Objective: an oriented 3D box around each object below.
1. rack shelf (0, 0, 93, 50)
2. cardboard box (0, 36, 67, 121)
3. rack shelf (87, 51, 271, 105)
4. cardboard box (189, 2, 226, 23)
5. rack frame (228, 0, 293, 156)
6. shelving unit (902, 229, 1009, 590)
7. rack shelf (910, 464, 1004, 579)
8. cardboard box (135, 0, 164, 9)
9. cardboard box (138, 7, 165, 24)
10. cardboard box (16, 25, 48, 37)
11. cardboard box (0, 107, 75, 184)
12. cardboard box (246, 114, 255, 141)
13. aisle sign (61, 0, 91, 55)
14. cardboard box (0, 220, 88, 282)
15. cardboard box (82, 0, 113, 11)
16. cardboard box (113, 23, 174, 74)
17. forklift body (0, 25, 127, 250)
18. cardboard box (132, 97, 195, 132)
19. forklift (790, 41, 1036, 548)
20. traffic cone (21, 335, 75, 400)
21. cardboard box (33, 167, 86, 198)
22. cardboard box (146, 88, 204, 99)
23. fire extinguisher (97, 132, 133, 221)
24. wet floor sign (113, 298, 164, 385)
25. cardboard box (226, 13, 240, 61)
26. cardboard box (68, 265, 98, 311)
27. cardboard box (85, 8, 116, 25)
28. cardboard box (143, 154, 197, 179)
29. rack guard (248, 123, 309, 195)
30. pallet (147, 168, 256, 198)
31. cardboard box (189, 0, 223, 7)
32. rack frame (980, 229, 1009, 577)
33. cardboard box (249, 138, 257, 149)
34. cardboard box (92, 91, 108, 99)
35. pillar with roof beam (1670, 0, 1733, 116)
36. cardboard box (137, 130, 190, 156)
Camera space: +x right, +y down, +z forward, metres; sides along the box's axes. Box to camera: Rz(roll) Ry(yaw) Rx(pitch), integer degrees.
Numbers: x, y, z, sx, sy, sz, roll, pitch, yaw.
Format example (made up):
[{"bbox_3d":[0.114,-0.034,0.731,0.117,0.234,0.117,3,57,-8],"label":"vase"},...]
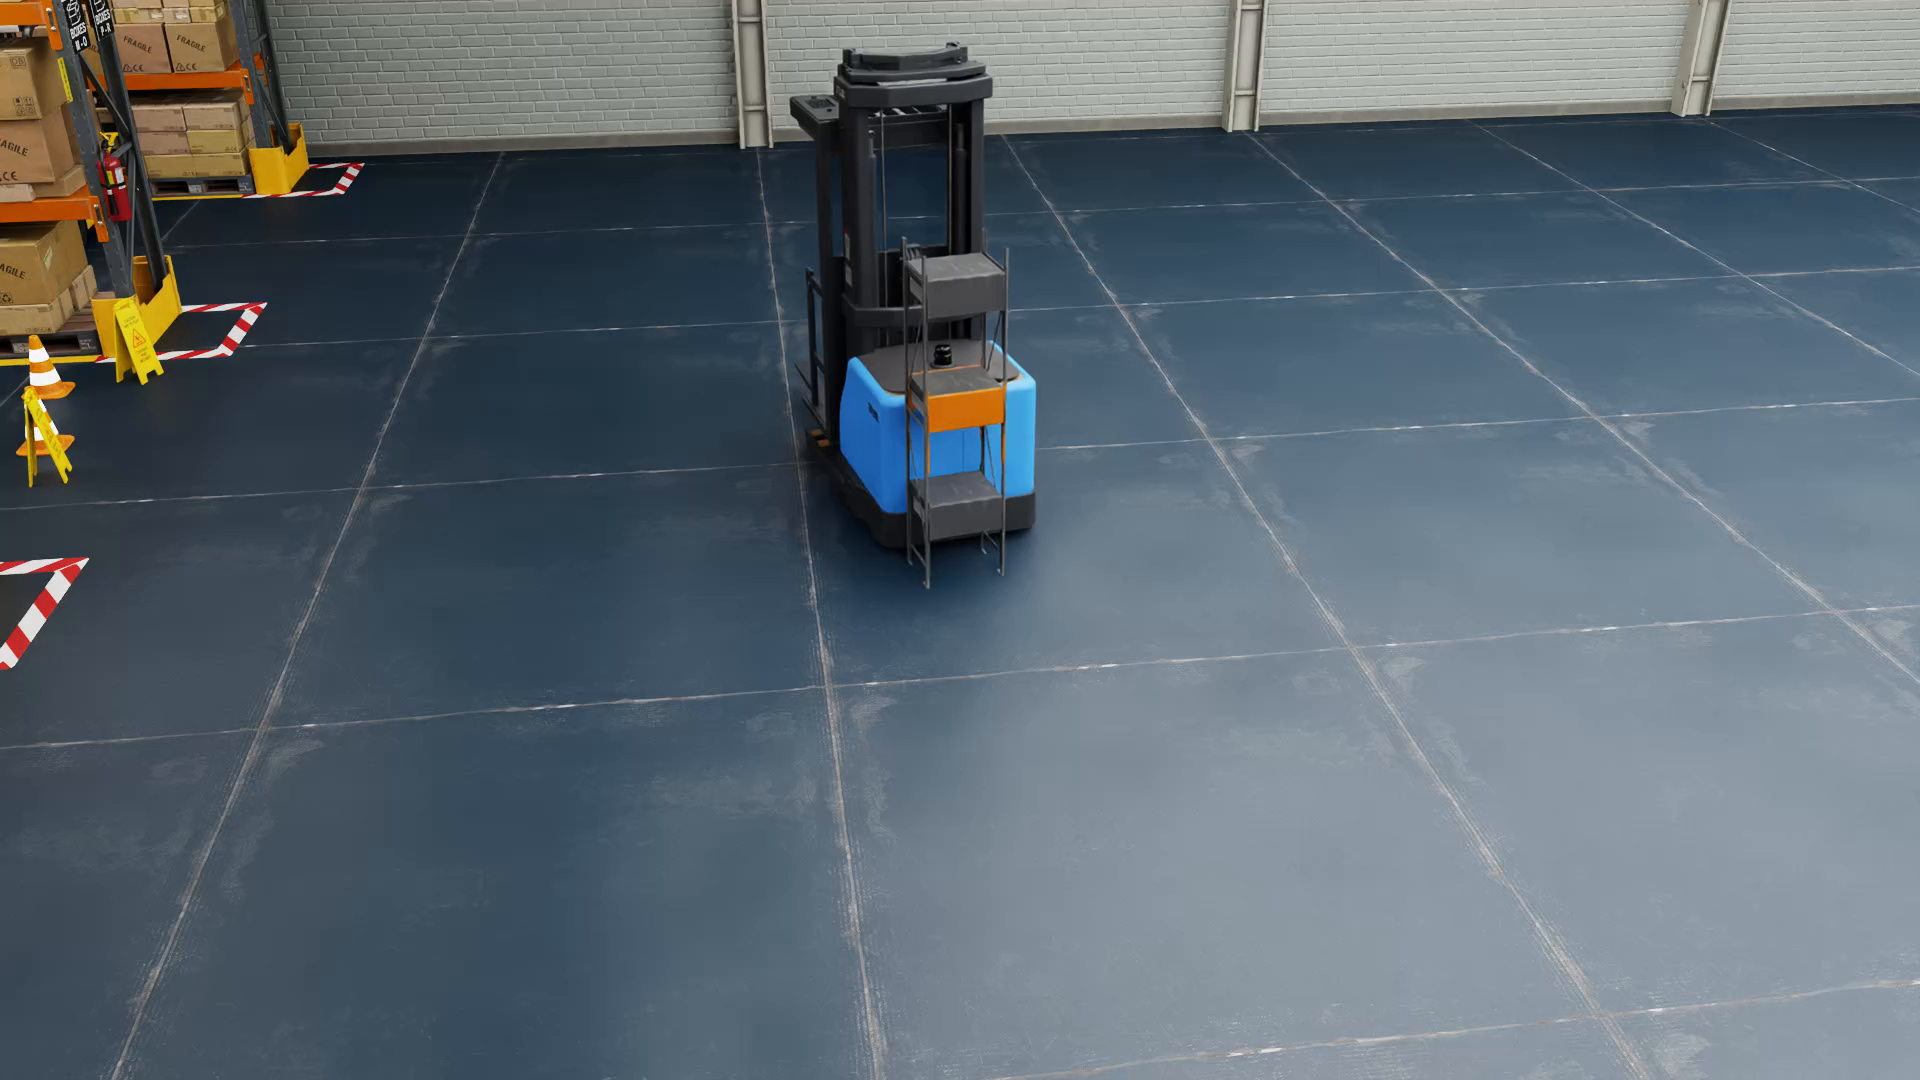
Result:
[{"bbox_3d":[-8.862,-3.991,12.744,4.000,0.370,1.077,-4,27,-7],"label":"rack shelf"},{"bbox_3d":[-7.357,-3.594,12.938,0.500,0.500,0.700,-4,27,-8],"label":"cardboard box"},{"bbox_3d":[-9.557,-4.900,17.801,4.000,0.370,1.077,-4,27,-7],"label":"rack shelf"},{"bbox_3d":[-7.881,-5.531,17.424,0.250,0.149,0.380,-3,27,-6],"label":"cardboard box"},{"bbox_3d":[-7.577,-5.347,17.885,0.127,3.000,1.000,-4,27,-7],"label":"rack frame"},{"bbox_3d":[-0.029,-0.754,9.919,0.503,2.100,0.431,-9,29,-17],"label":"shelving unit"},{"bbox_3d":[-0.029,-0.119,10.245,0.480,0.518,0.431,-9,29,-17],"label":"rack shelf"},{"bbox_3d":[-8.398,-5.636,17.302,0.250,0.149,0.380,-3,27,-6],"label":"cardboard box"},{"bbox_3d":[-8.396,-5.513,17.388,0.250,0.149,0.380,-3,27,-6],"label":"cardboard box"},{"bbox_3d":[-9.546,-5.143,17.378,0.500,0.500,0.500,-3,27,-7],"label":"cardboard box"},{"bbox_3d":[-7.381,-3.121,13.112,0.500,0.500,0.500,-4,27,-8],"label":"cardboard box"},{"bbox_3d":[-8.072,-4.597,18.428,0.500,0.250,0.500,-3,27,-6],"label":"cardboard box"},{"bbox_3d":[-6.780,-4.133,12.671,0.004,0.787,0.394,-4,27,-7],"label":"aisle sign"},{"bbox_3d":[-7.743,-2.472,14.013,0.500,0.500,0.500,-5,28,-9],"label":"cardboard box"},{"bbox_3d":[-8.897,-5.587,17.207,0.250,0.149,0.380,-3,27,-6],"label":"cardboard box"},{"bbox_3d":[-8.543,-5.213,17.514,0.500,0.500,0.500,-3,27,-5],"label":"cardboard box"},{"bbox_3d":[-9.201,-4.024,16.237,1.214,2.155,2.313,-4,27,-7],"label":"forklift body"},{"bbox_3d":[-8.494,-4.550,17.788,0.500,0.250,0.500,-3,27,-6],"label":"cardboard box"},{"bbox_3d":[-0.474,-1.904,11.250,1.130,2.935,3.031,-9,29,-17],"label":"forklift"},{"bbox_3d":[-7.128,-1.364,12.902,0.334,0.463,0.336,-4,27,-7],"label":"traffic cone"},{"bbox_3d":[-7.222,-2.871,13.335,0.250,0.149,0.380,-3,27,-5],"label":"cardboard box"},{"bbox_3d":[-8.574,-4.777,18.231,0.500,0.250,0.500,-4,27,-7],"label":"cardboard box"},{"bbox_3d":[-6.704,-2.868,13.138,0.183,0.674,0.296,-4,27,-7],"label":"fire extinguisher"},{"bbox_3d":[-6.545,-1.584,13.131,0.232,0.644,0.267,6,28,11],"label":"wet floor sign"},{"bbox_3d":[-8.106,-5.486,18.046,0.500,0.500,0.500,-3,27,-5],"label":"cardboard box"},{"bbox_3d":[-7.719,-2.141,14.188,0.500,0.250,0.500,-4,27,-8],"label":"cardboard box"},{"bbox_3d":[-8.901,-5.464,17.293,0.250,0.149,0.380,-5,28,-9],"label":"cardboard box"},{"bbox_3d":[-8.492,-4.110,18.027,0.500,0.250,0.500,-4,27,-7],"label":"cardboard box"},{"bbox_3d":[-7.553,-4.236,18.459,0.348,0.500,1.175,-4,27,-7],"label":"rack guard"},{"bbox_3d":[-8.328,-4.039,18.390,1.213,0.211,1.003,-4,27,-7],"label":"pallet"},{"bbox_3d":[-7.902,-5.694,17.416,0.250,0.149,0.380,-4,27,-7],"label":"cardboard box"},{"bbox_3d":[0.202,-0.790,9.990,0.015,2.100,0.400,-9,29,-17],"label":"rack frame"},{"bbox_3d":[-8.091,-4.368,18.528,0.500,0.250,0.500,-4,27,-7],"label":"cardboard box"},{"bbox_3d":[-9.579,-4.720,18.121,0.500,0.250,0.500,-4,27,-8],"label":"cardboard box"},{"bbox_3d":[10.032,-7.578,15.662,0.400,9.000,9.100,-4,27,-7],"label":"pillar with roof beam"},{"bbox_3d":[-8.514,-4.334,17.914,0.500,0.250,0.500,-4,27,-8],"label":"cardboard box"}]
